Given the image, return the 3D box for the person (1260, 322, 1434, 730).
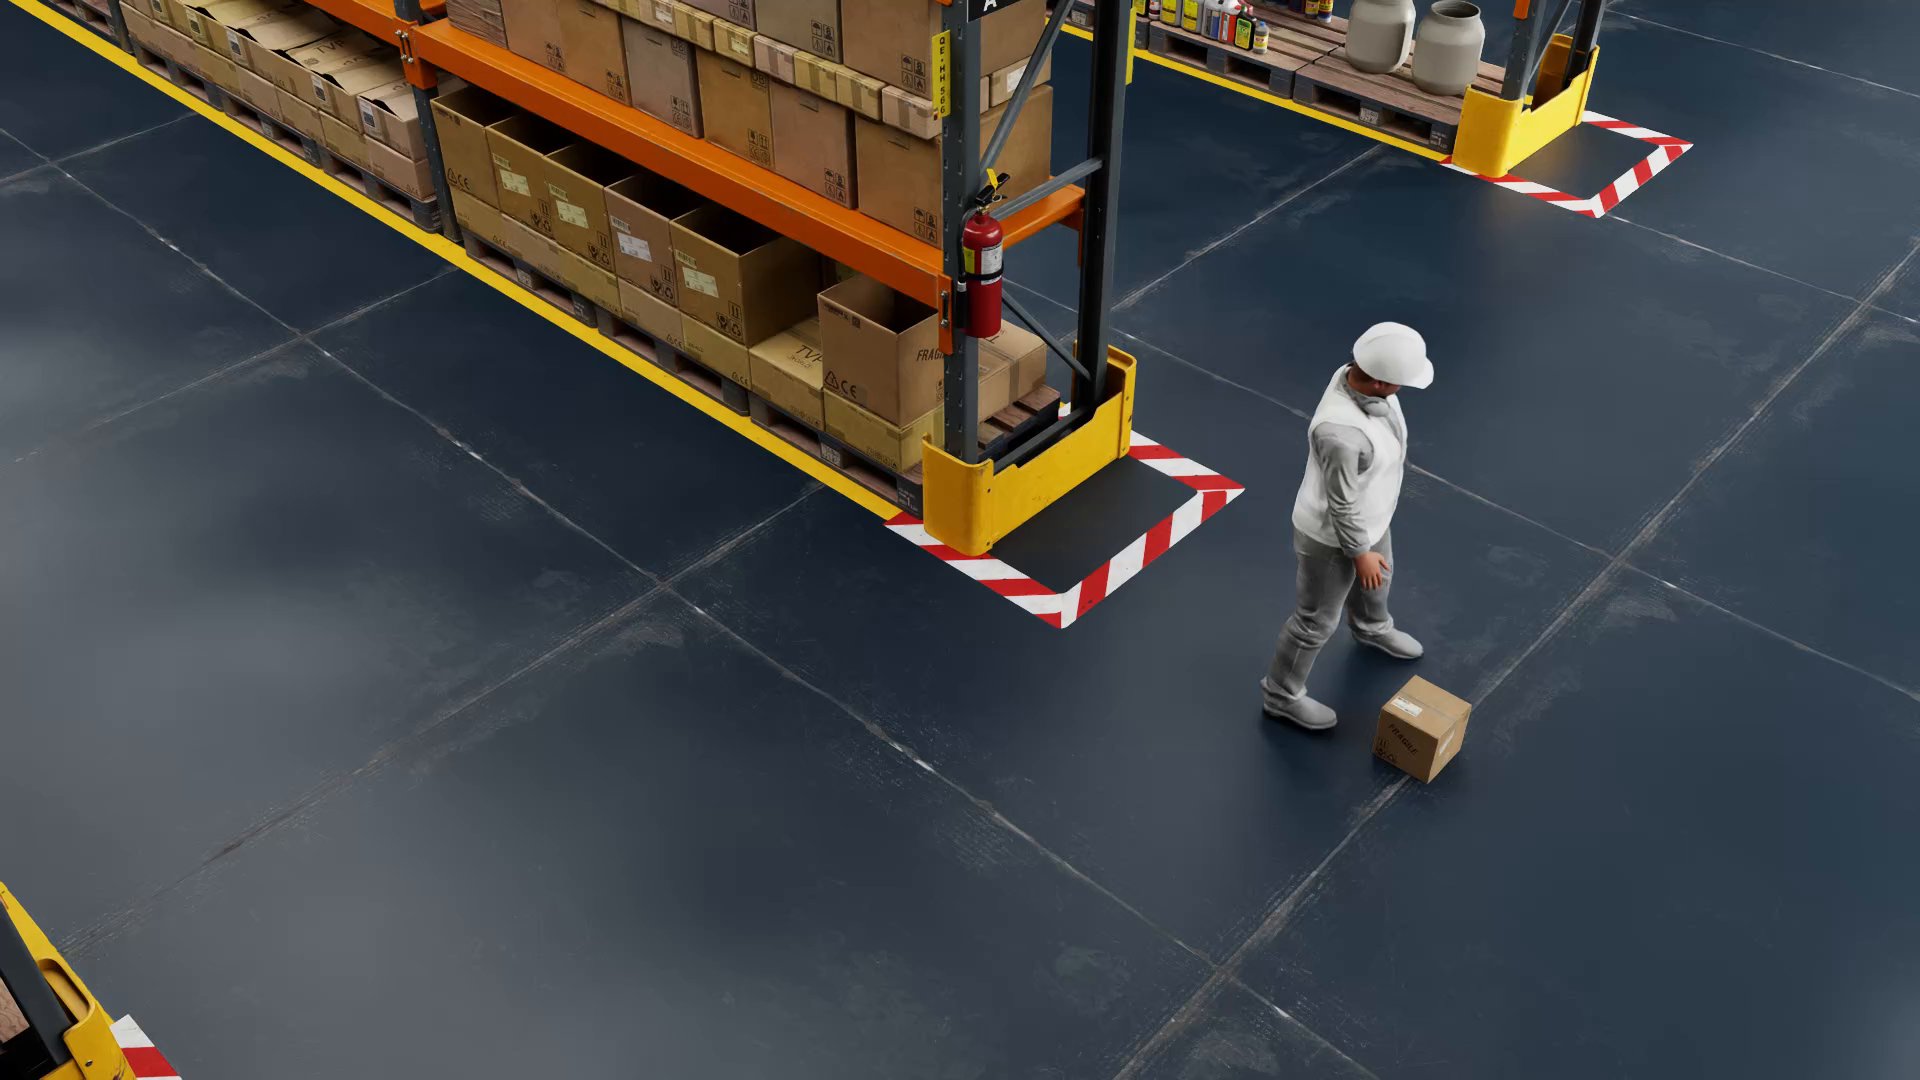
[{"bbox_3d":[1.550,-0.103,6.243,0.533,1.758,0.713,17,42,20],"label":"person"}]
